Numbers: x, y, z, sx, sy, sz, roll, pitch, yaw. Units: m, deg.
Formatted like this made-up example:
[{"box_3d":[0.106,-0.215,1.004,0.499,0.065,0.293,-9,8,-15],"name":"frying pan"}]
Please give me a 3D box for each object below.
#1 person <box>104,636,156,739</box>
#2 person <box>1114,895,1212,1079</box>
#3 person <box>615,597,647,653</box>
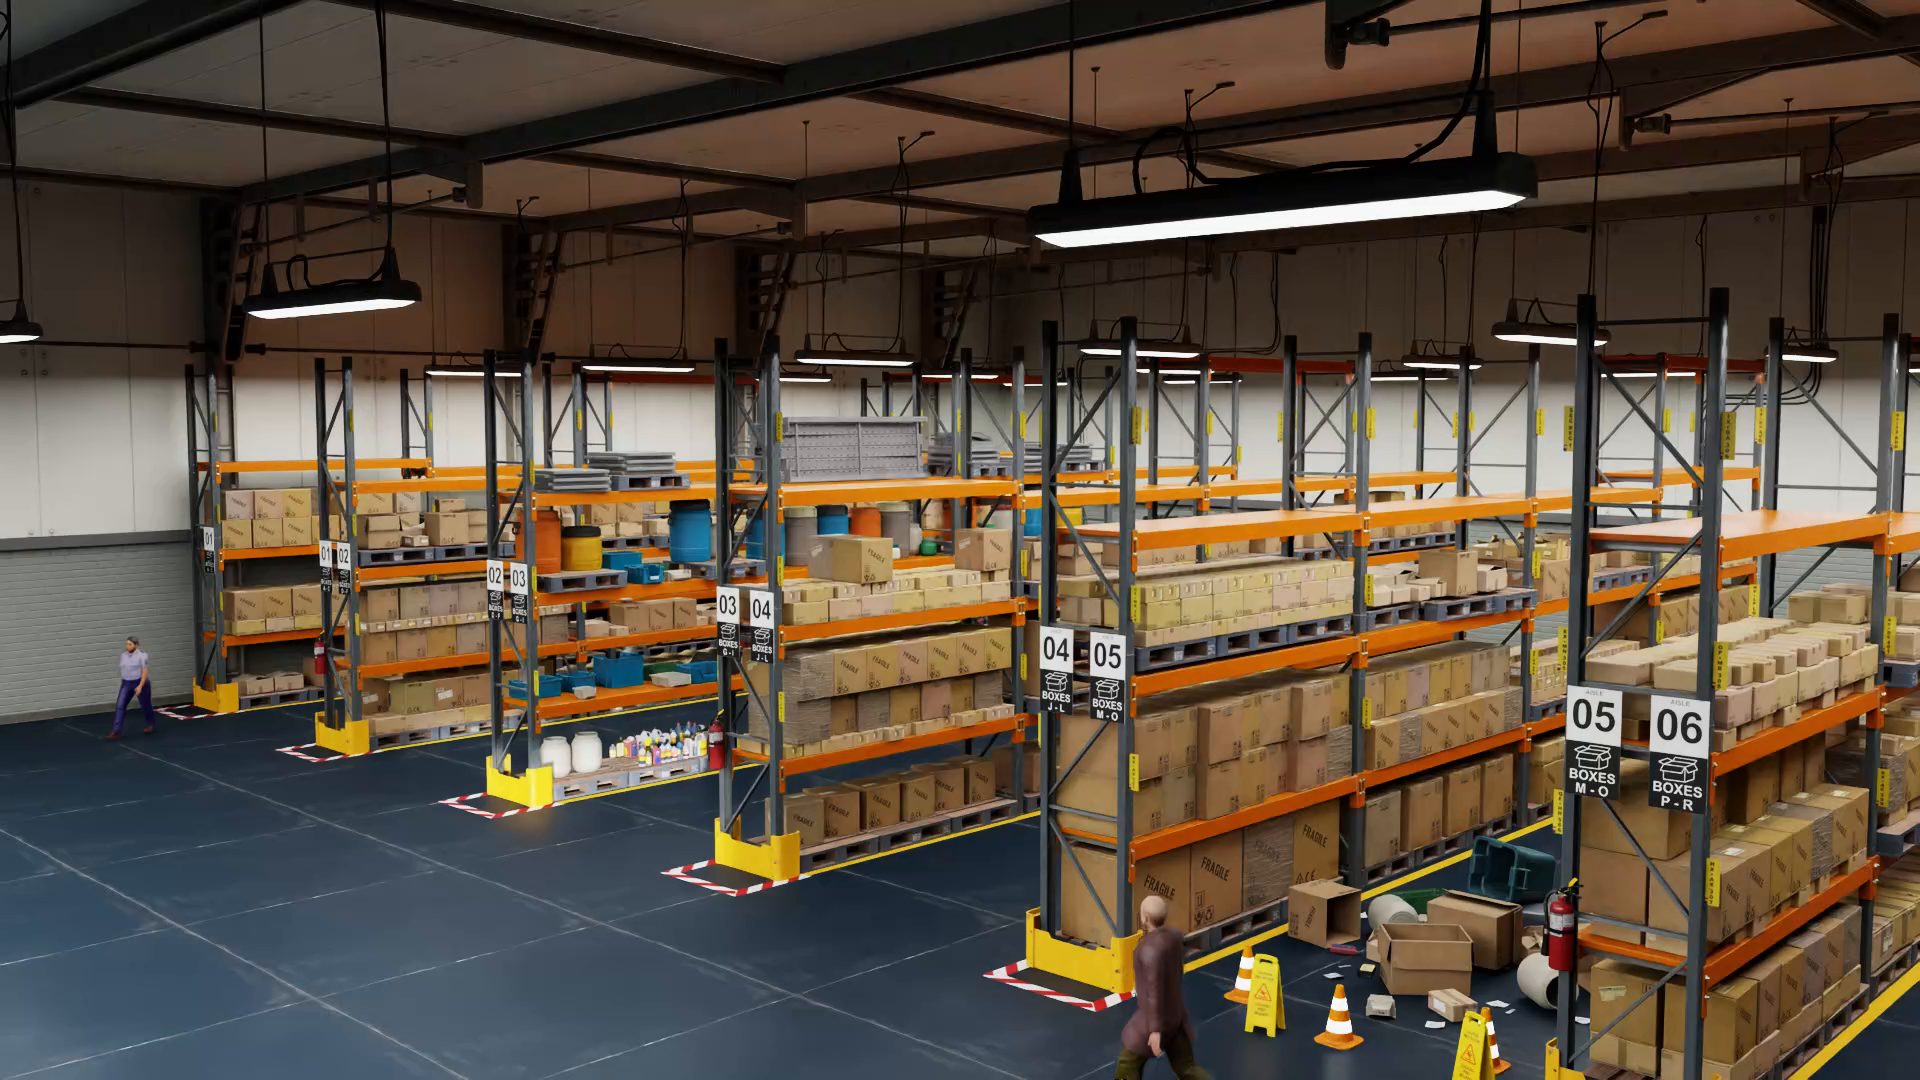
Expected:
[{"box_3d":[-13.167,2.333,26.425,0.528,1.570,0.988,0,4,-3],"name":"person"},{"box_3d":[1.449,3.387,11.821,1.134,1.732,0.644,2,5,24],"name":"person"},{"box_3d":[-6.246,1.896,31.191,0.522,1.735,0.962,3,5,35],"name":"person"}]
